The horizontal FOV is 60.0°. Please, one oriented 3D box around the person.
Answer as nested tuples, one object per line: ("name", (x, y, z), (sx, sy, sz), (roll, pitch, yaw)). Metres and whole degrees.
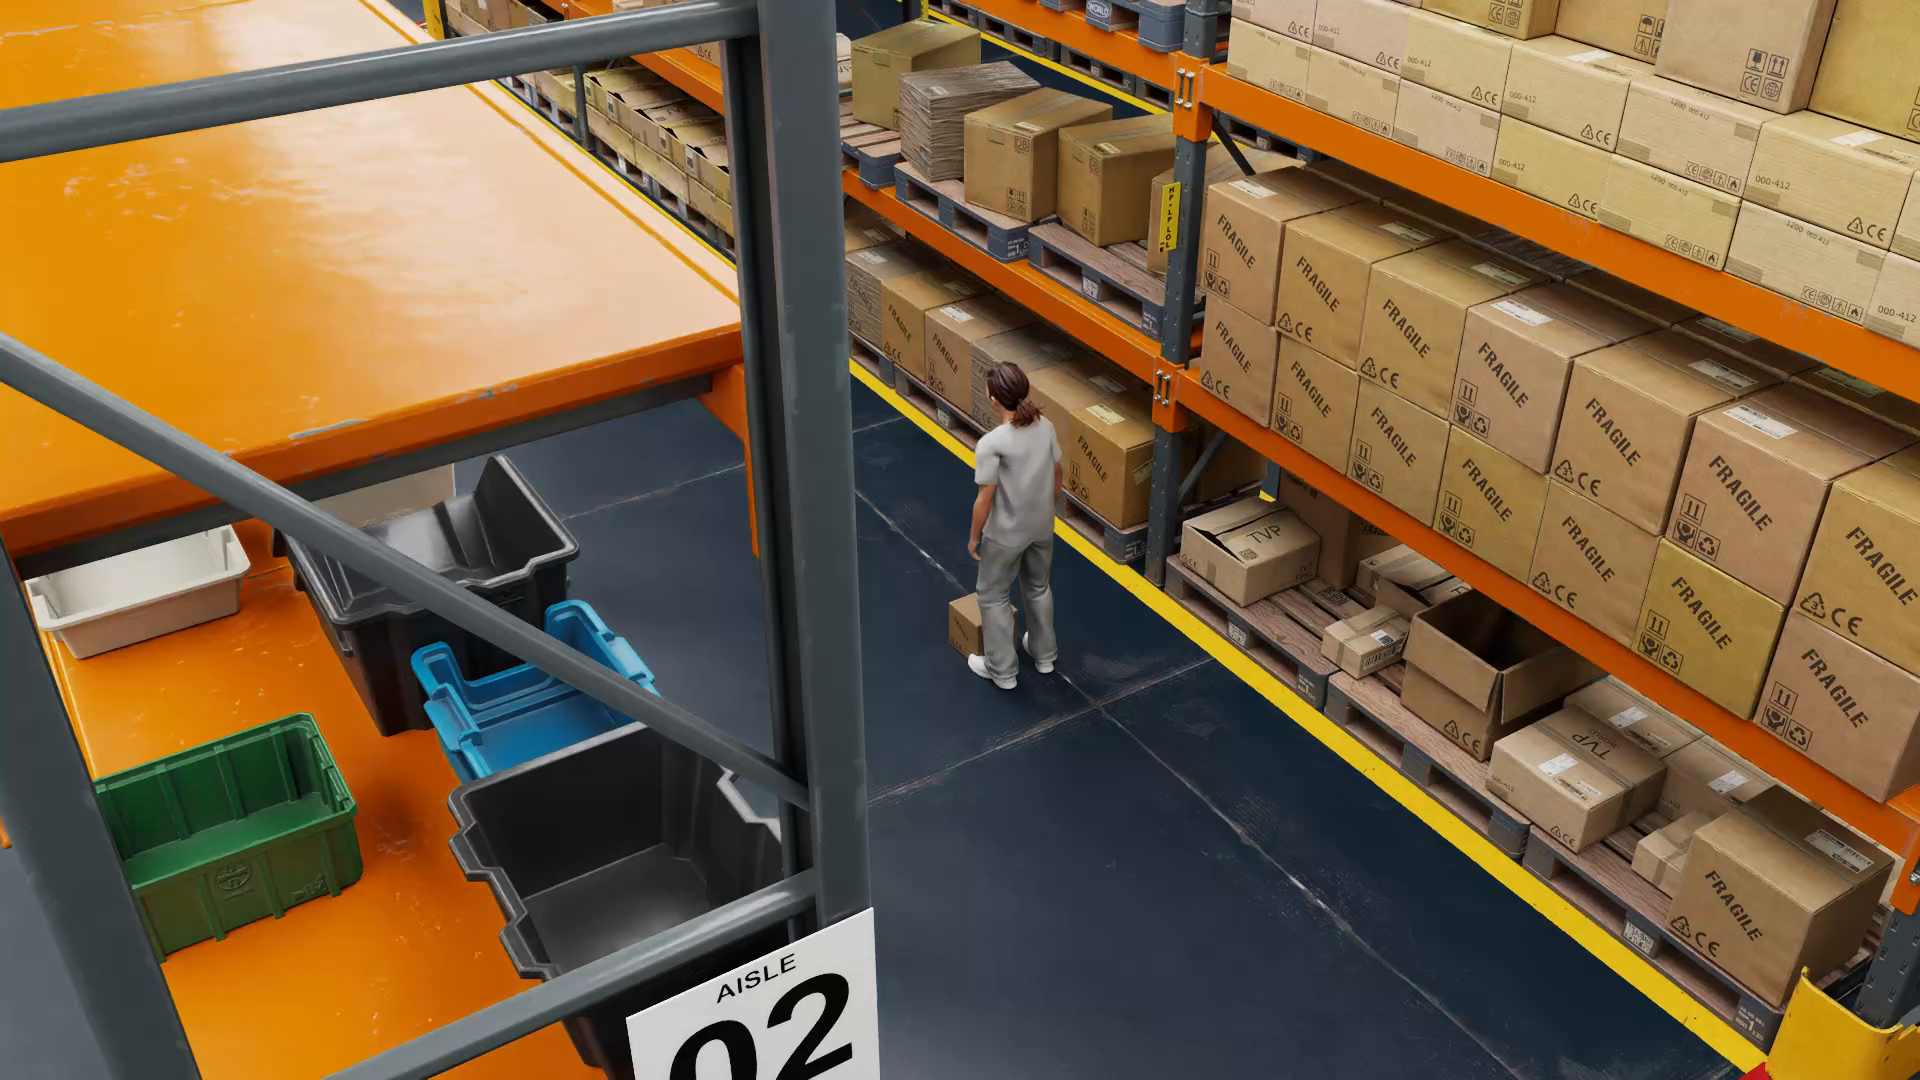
("person", (0.258, -0.055, 7.788), (0.495, 1.673, 0.354), (-20, 38, -28))
